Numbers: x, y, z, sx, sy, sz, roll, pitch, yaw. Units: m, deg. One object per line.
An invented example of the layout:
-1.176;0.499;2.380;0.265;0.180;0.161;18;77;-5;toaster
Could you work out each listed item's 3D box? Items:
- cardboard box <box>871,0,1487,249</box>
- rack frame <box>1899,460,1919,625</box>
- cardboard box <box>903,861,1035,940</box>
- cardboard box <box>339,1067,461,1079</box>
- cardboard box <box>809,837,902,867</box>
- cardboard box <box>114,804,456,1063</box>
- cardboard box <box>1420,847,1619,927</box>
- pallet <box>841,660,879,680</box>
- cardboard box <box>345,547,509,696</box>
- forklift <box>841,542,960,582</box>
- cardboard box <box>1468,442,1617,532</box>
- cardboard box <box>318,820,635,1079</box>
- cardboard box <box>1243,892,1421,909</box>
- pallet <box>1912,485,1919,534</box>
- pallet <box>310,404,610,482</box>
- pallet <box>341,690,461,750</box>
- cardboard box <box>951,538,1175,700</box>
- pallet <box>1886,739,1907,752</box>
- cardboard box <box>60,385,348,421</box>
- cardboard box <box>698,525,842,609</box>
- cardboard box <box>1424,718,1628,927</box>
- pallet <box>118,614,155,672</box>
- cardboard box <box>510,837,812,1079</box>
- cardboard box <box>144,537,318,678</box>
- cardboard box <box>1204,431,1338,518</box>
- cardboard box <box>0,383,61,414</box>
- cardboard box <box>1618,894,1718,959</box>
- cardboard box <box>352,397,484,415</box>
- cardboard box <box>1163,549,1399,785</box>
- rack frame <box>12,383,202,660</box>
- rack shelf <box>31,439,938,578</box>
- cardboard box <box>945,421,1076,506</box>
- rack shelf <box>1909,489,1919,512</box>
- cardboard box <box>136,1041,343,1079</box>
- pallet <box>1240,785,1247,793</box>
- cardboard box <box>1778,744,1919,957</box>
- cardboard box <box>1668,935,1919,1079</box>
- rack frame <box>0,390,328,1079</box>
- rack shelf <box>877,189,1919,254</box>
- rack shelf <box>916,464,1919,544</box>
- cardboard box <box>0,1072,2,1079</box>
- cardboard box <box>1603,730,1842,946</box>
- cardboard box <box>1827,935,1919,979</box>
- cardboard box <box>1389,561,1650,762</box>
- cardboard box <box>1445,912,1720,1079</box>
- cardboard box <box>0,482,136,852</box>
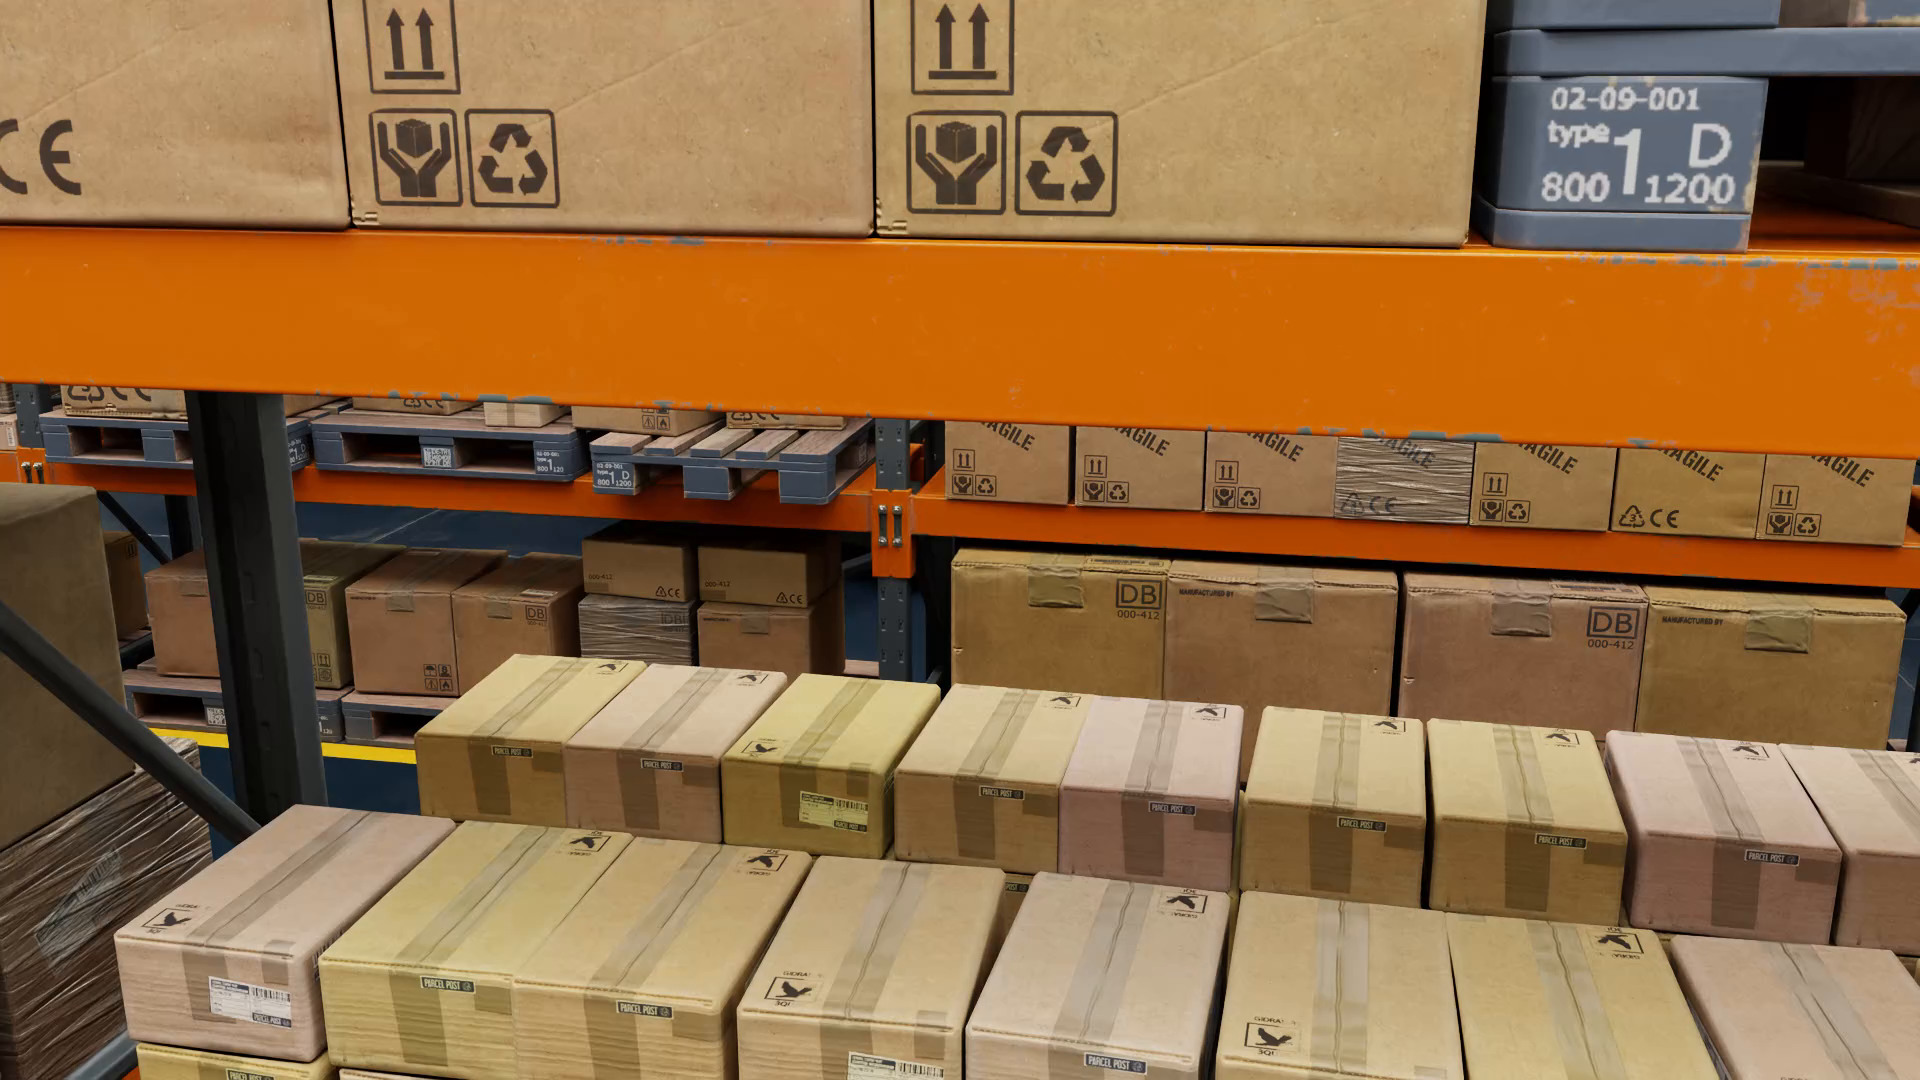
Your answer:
0.219;-0.556;1.572;0.500;0.500;0.500;3;16;11;cardboard box
3.736;-0.290;6.421;0.053;2.616;0.949;3;16;11;rack frame
0.070;0.511;2.654;0.250;0.149;0.380;3;16;11;cardboard box
-0.571;0.656;2.133;0.250;0.149;0.380;4;16;14;cardboard box
-0.175;0.498;2.703;0.250;0.149;0.380;3;16;12;cardboard box
-0.852;0.496;2.153;0.250;0.149;0.380;3;16;11;cardboard box
0.822;0.552;2.505;0.250;0.149;0.380;3;16;10;cardboard box
-0.949;0.798;7.716;1.213;0.211;1.003;3;16;11;pallet
-2.493;0.374;7.881;0.500;0.500;0.700;2;16;6;cardboard box
-19.242;-3.735;19.150;42.501;2.843;10.823;11;19;36;forklift
2.227;-0.347;6.438;0.500;0.500;0.500;3;16;10;cardboard box
-0.592;0.509;2.105;0.250;0.149;0.380;3;16;10;cardboard box
0.569;0.539;2.555;0.250;0.149;0.380;4;16;12;cardboard box
6.651;-0.150;11.137;1.213;0.211;1.003;3;16;11;pallet
-2.131;-0.506;7.559;1.213;0.211;1.003;3;16;11;pallet
-2.140;0.732;7.952;1.213;0.211;1.003;3;16;11;pallet
0.489;0.360;7.268;0.875;0.875;1.225;2;16;8;cardboard box
4.466;1.114;6.576;1.213;0.211;1.003;3;16;11;pallet
-3.352;-1.129;7.539;1.000;1.000;1.000;3;16;11;cardboard box
-0.846;0.100;7.467;0.500;0.250;0.500;4;16;13;cardboard box
0.823;0.410;2.463;0.250;0.149;0.380;4;16;13;cardboard box
-4.768;0.601;8.428;1.213;0.211;1.003;3;16;11;pallet
-0.353;0.523;2.053;0.250;0.149;0.380;3;16;11;cardboard box
-3.505;0.314;8.097;0.500;0.500;0.700;2;16;7;cardboard box
1.248;-0.402;6.637;0.500;0.500;0.500;3;16;10;cardboard box
-4.531;-0.948;8.052;0.500;0.500;0.875;3;16;11;cardboard box
1.068;0.567;2.454;0.250;0.149;0.380;3;16;10;cardboard box
-2.386;-0.901;7.645;0.637;0.503;0.797;5;16;17;cardboard box
1.361;0.409;7.089;0.875;0.875;1.225;3;16;11;cardboard box
-4.103;-0.717;7.960;0.127;3.000;1.000;3;16;11;rack frame
-2.143;-0.264;7.672;4.000;0.370;1.077;3;16;11;rack shelf
0.239;-0.455;6.828;0.500;0.500;0.500;4;16;13;cardboard box
5.697;0.033;6.100;3.809;0.052;0.919;3;16;11;rack shelf
-0.837;0.642;2.183;0.250;0.149;0.380;4;16;14;cardboard box
1.766;0.967;7.105;1.213;0.211;1.003;3;16;11;pallet
1.335;0.437;2.366;0.250;0.149;0.380;3;16;11;cardboard box
0.940;0.593;1.801;0.250;0.149;0.380;2;16;9;cardboard box
-1.270;0.788;2.527;0.127;3.000;1.000;3;16;11;rack frame
0.689;-0.298;1.813;3.809;0.124;0.919;3;16;11;rack shelf
1.777;-0.145;6.878;3.809;0.124;0.919;3;16;11;rack shelf
-1.961;0.702;2.650;1.009;0.500;1.038;3;16;11;cardboard box
1.088;0.423;2.415;0.250;0.149;0.380;4;16;13;cardboard box
1.328;0.581;2.403;0.250;0.149;0.380;4;16;13;cardboard box
2.230;0.454;6.926;0.875;0.875;1.225;3;16;9;cardboard box
0.676;0.579;1.851;0.270;0.149;0.393;4;16;13;cardboard box
-1.708;0.232;2.476;0.500;0.500;0.700;3;16;11;cardboard box
